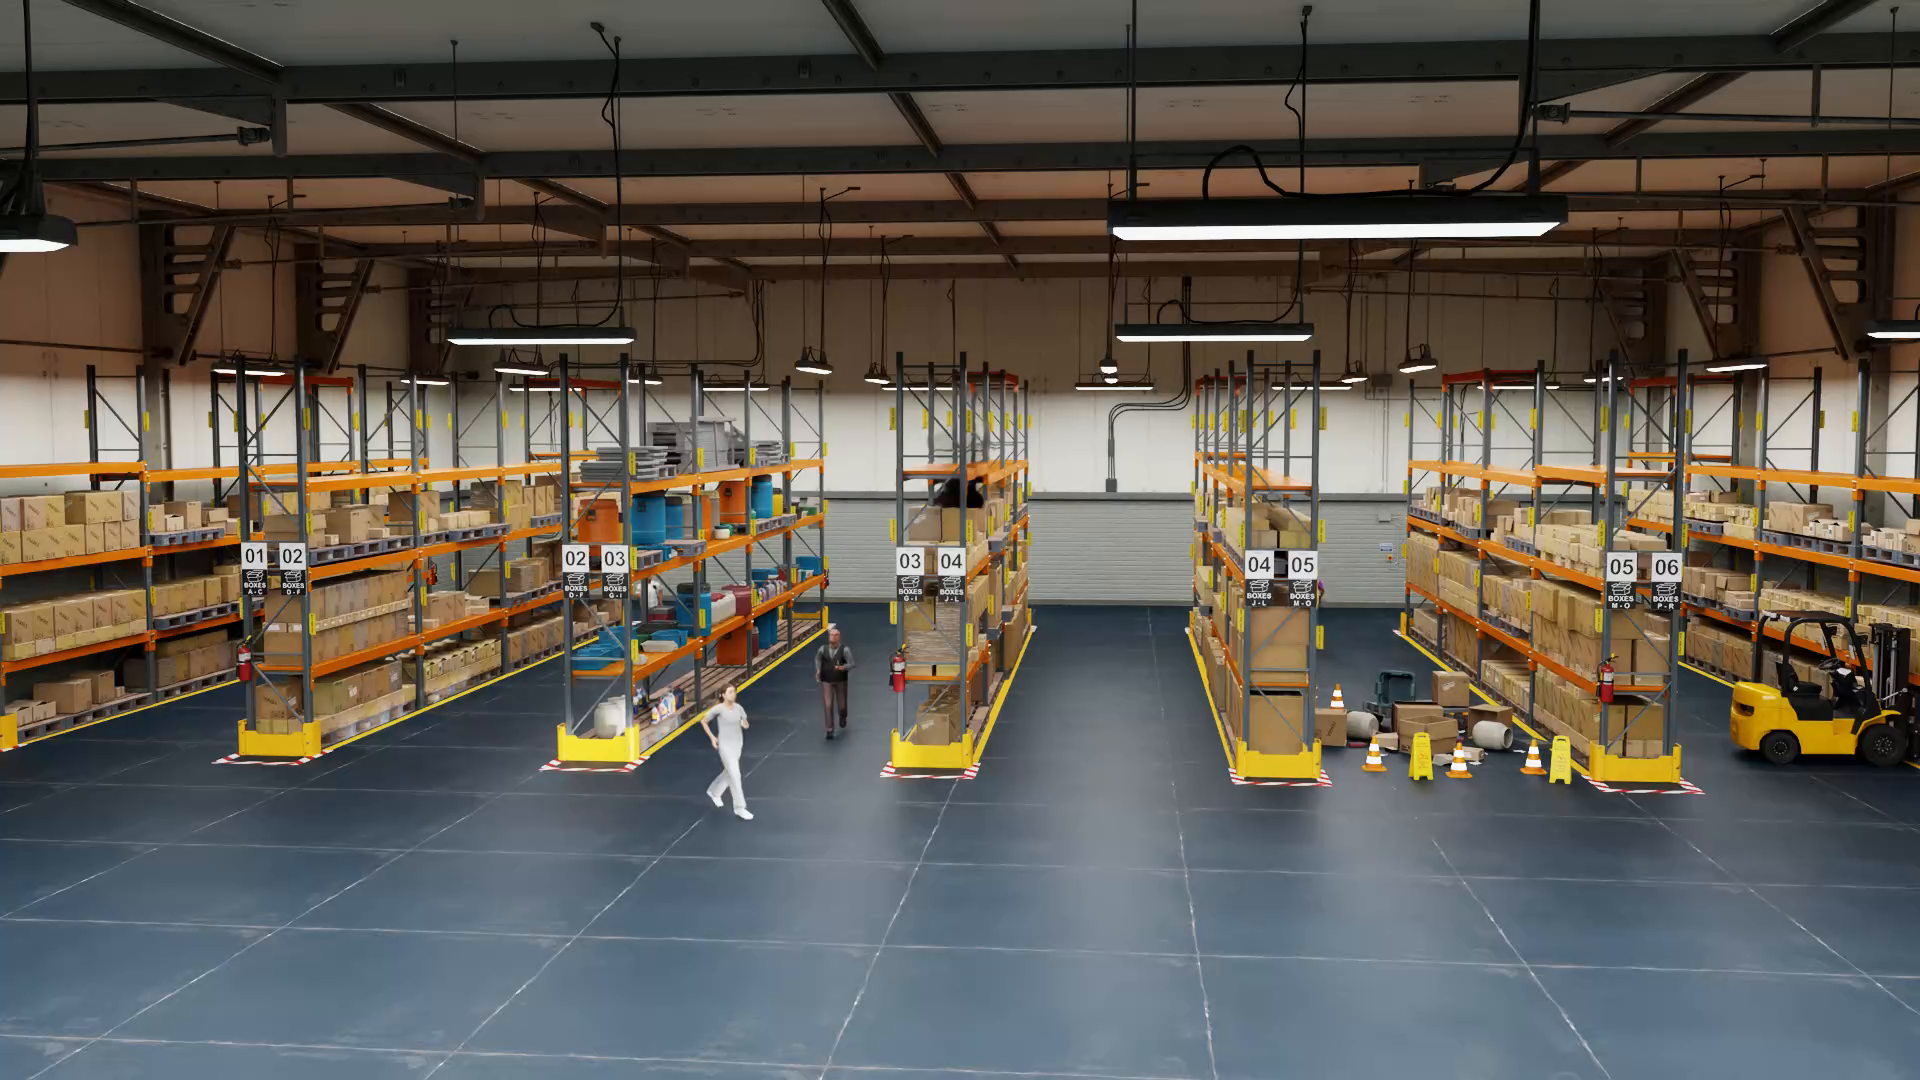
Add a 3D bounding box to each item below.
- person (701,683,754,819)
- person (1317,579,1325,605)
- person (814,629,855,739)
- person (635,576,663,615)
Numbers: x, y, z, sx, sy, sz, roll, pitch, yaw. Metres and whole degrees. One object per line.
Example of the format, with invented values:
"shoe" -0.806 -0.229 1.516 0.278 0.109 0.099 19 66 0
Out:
"person" -2.917 2.642 21.093 0.919 1.666 0.559 3 5 40
"person" 7.777 1.492 37.275 0.660 1.829 0.755 0 4 -3
"person" -2.001 2.267 26.434 0.667 1.699 0.915 0 4 2
"person" -6.935 1.527 37.091 0.580 1.709 0.855 0 4 -6
